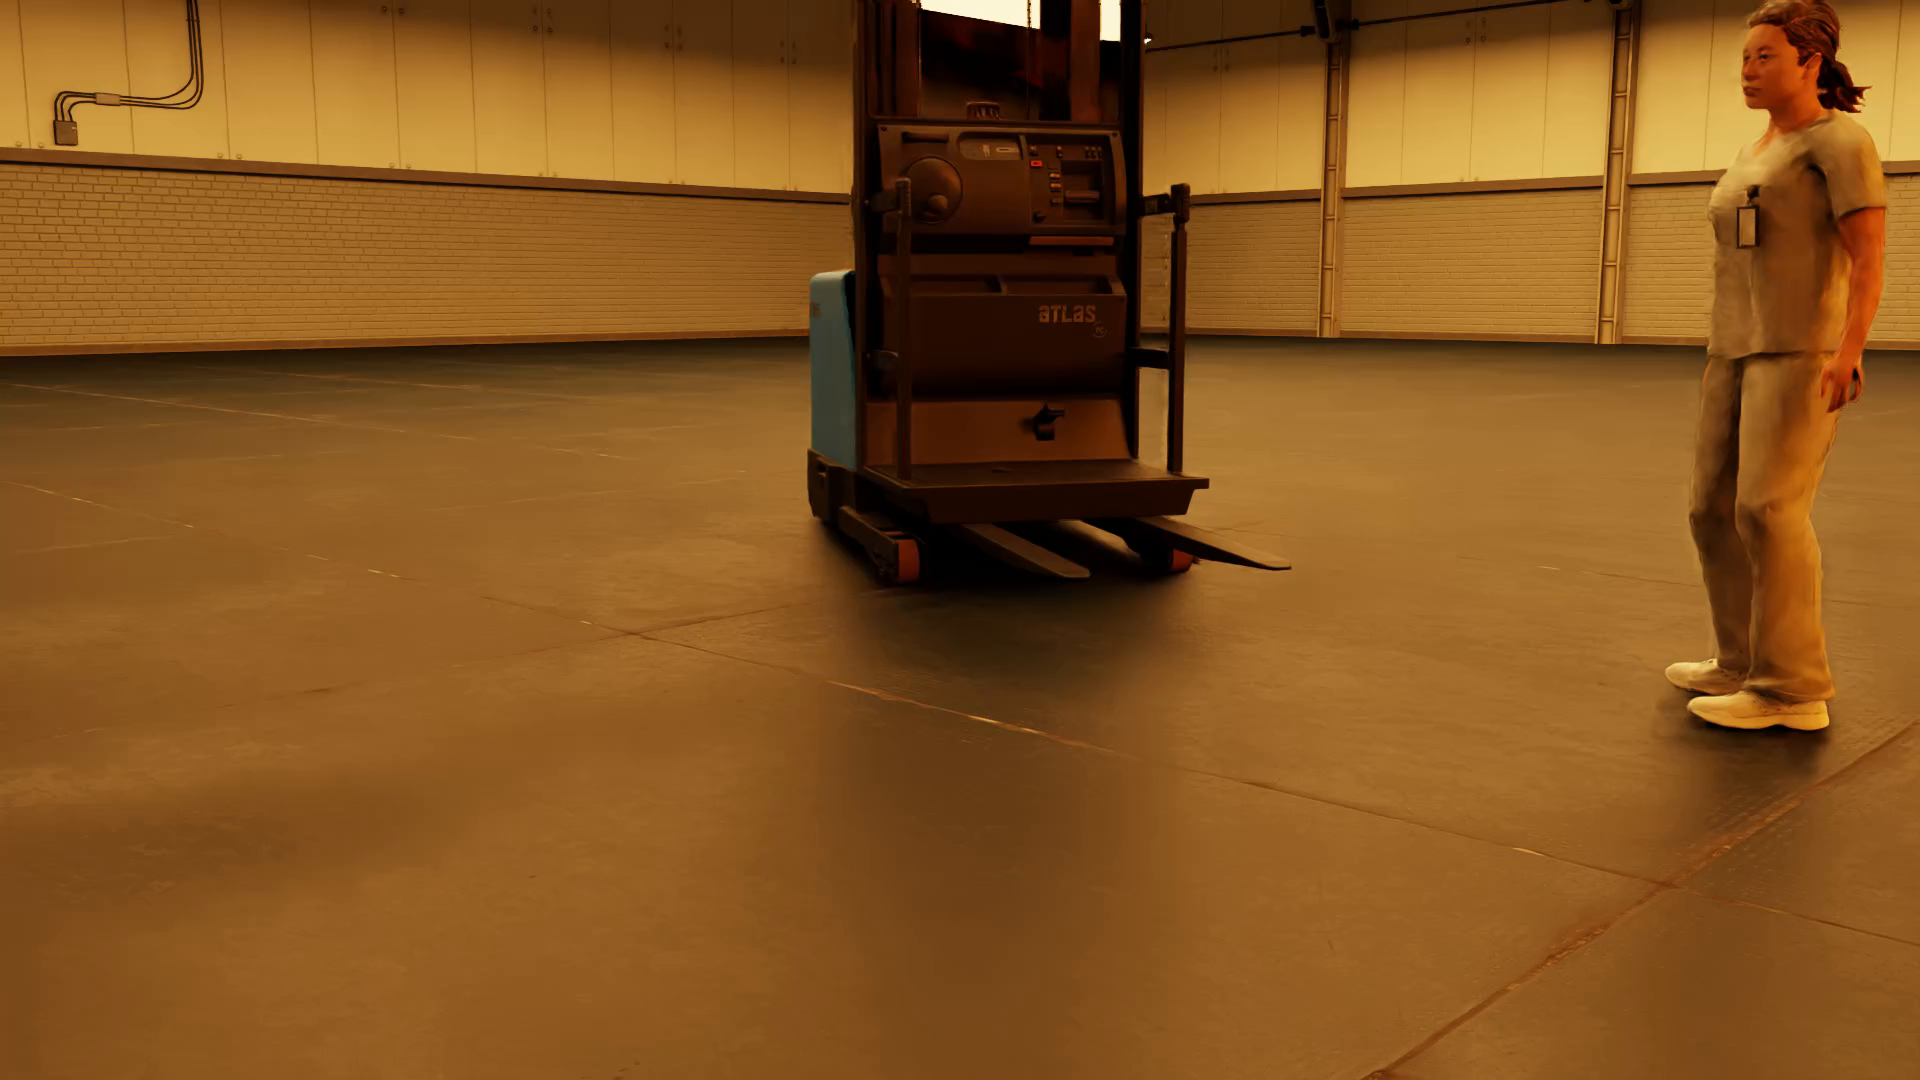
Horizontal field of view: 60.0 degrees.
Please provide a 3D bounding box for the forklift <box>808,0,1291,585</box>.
[{"bbox_3d":[0.216,-1.356,5.878,1.130,2.935,3.031,-2,9,-15],"label":"forklift"}]

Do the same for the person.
[{"bbox_3d":[1.882,-0.415,3.900,0.421,1.660,0.607,-1,9,-9],"label":"person"}]
